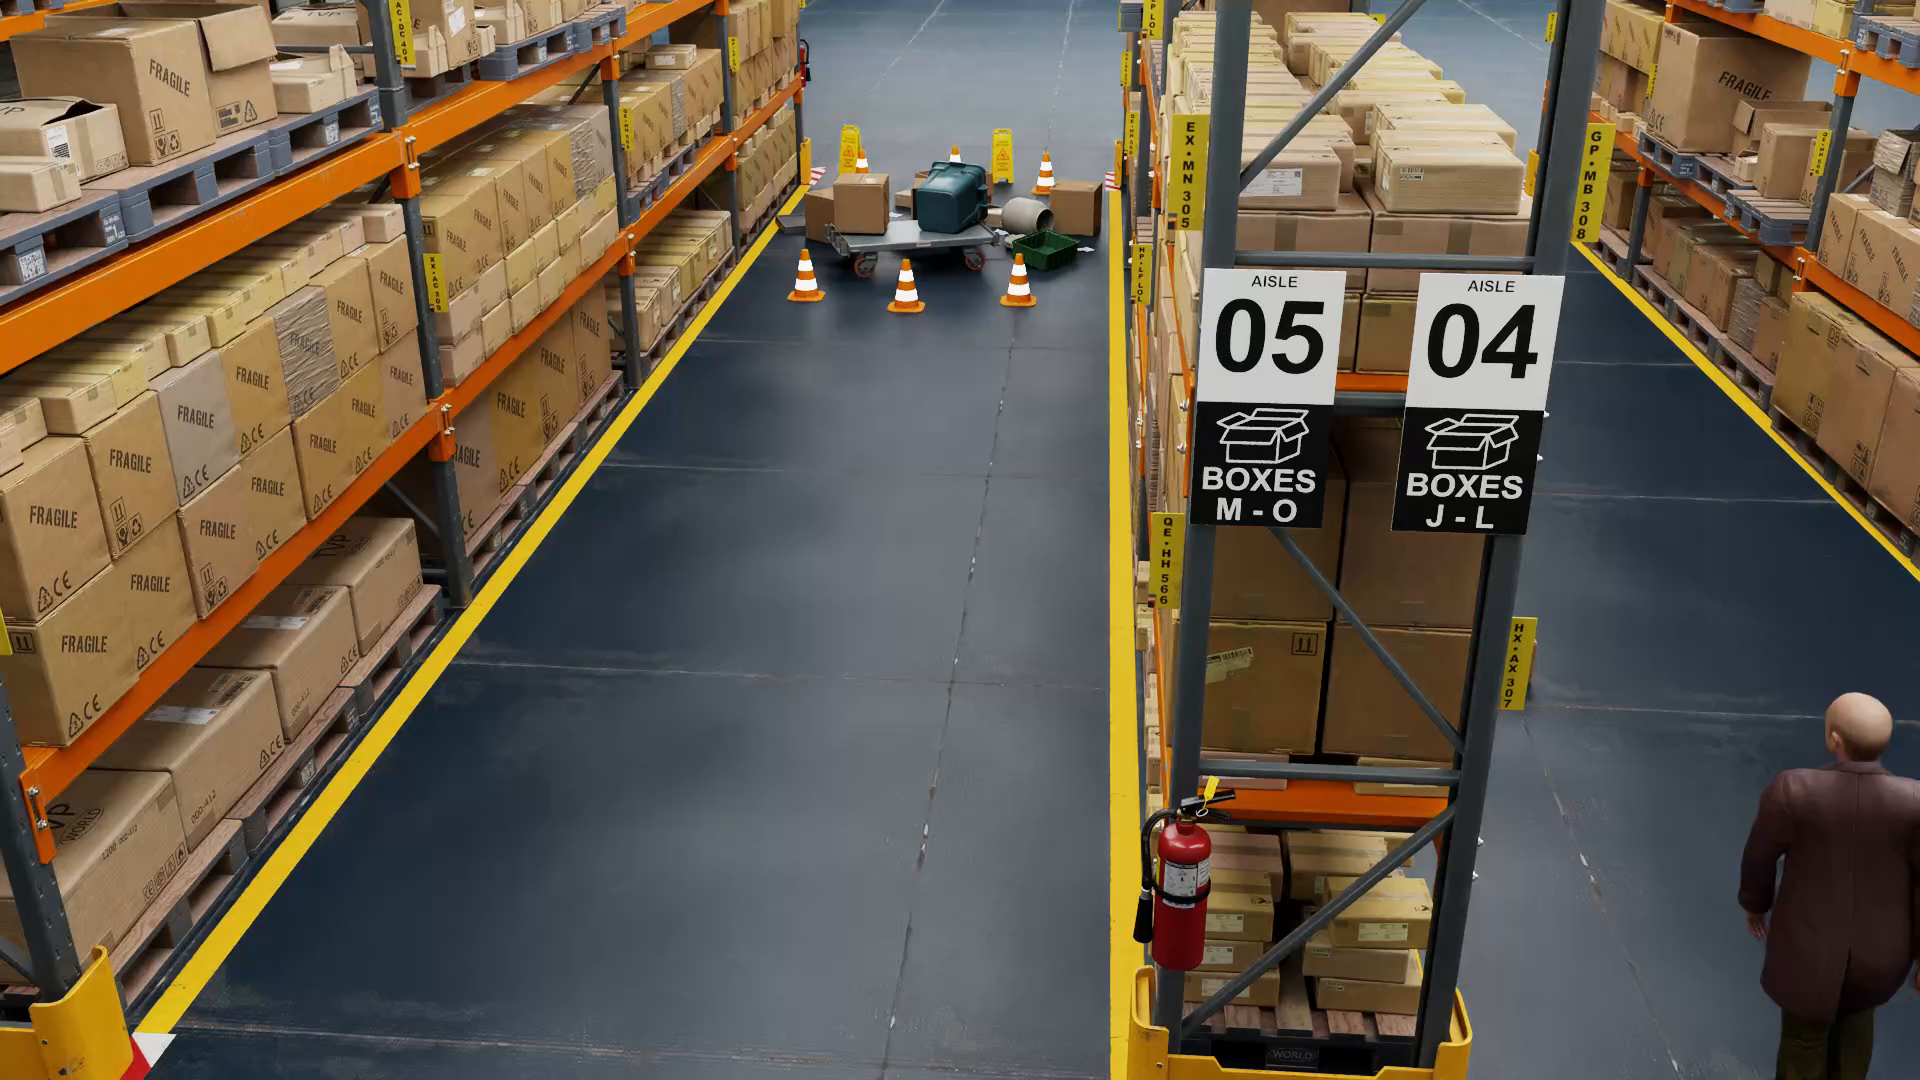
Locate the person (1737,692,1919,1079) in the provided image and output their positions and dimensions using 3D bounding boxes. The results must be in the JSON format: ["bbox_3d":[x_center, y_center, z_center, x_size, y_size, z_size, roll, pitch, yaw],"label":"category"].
[{"bbox_3d":[2.936,1.342,5.583,0.648,1.774,0.546,8,25,18],"label":"person"}]
